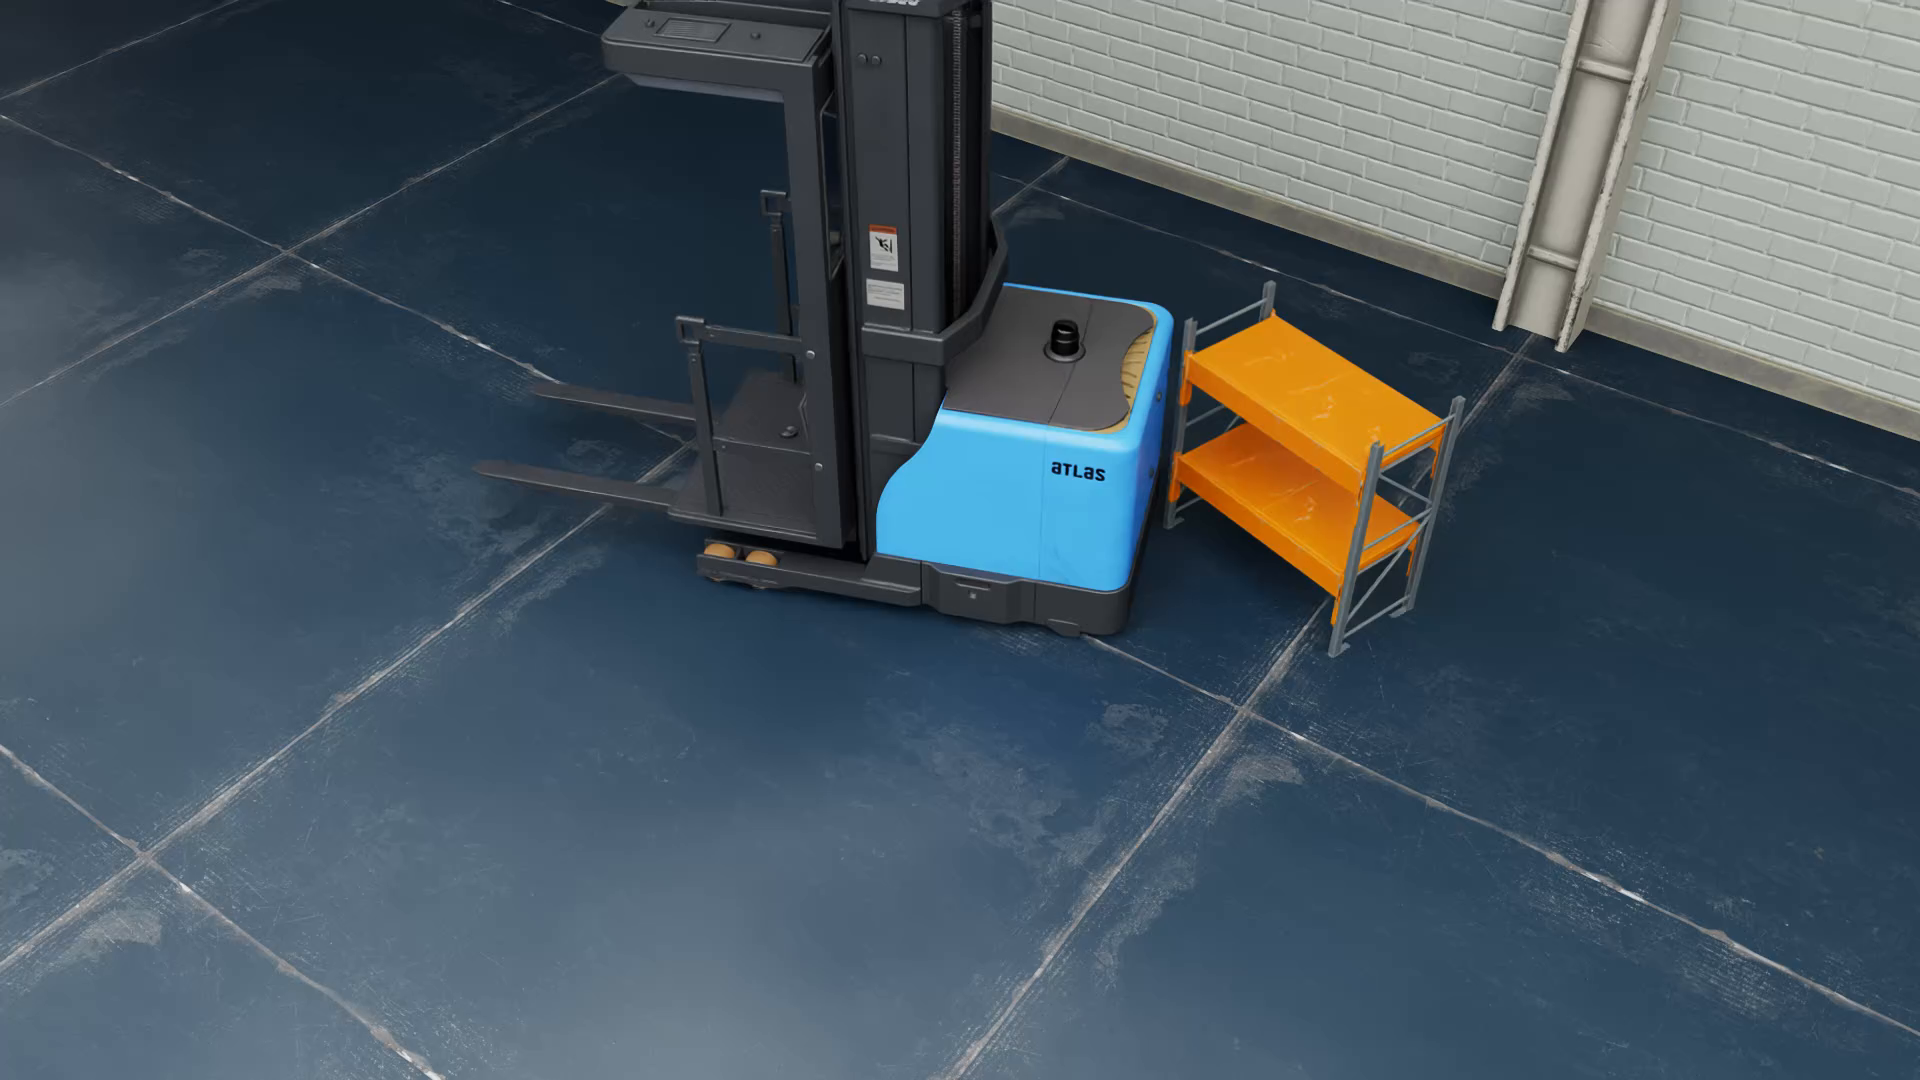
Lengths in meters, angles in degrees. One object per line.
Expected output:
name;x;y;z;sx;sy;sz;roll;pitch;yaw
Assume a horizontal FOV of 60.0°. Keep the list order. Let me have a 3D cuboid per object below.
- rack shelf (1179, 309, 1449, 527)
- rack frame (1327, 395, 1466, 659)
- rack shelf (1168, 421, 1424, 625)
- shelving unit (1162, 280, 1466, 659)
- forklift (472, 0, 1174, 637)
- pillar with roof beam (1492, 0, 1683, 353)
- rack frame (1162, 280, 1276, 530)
rack shelf;1.438;-0.520;6.797;0.538;0.278;1.000;-27;48;-27
rack frame;1.746;-0.033;6.691;0.500;1.125;0.032;-27;48;-27
rack shelf;1.438;-0.120;7.155;0.538;0.278;1.000;-27;48;-27
shelving unit;1.438;-0.302;6.992;0.538;1.125;1.048;-27;48;-27
forklift;-0.661;-1.213;6.656;3.031;2.935;1.130;10;43;11
pillar with roof beam;0.573;-2.127;3.127;0.400;9.000;9.100;25;48;25
rack frame;1.129;-0.572;7.294;0.500;1.125;0.032;-27;48;-27
